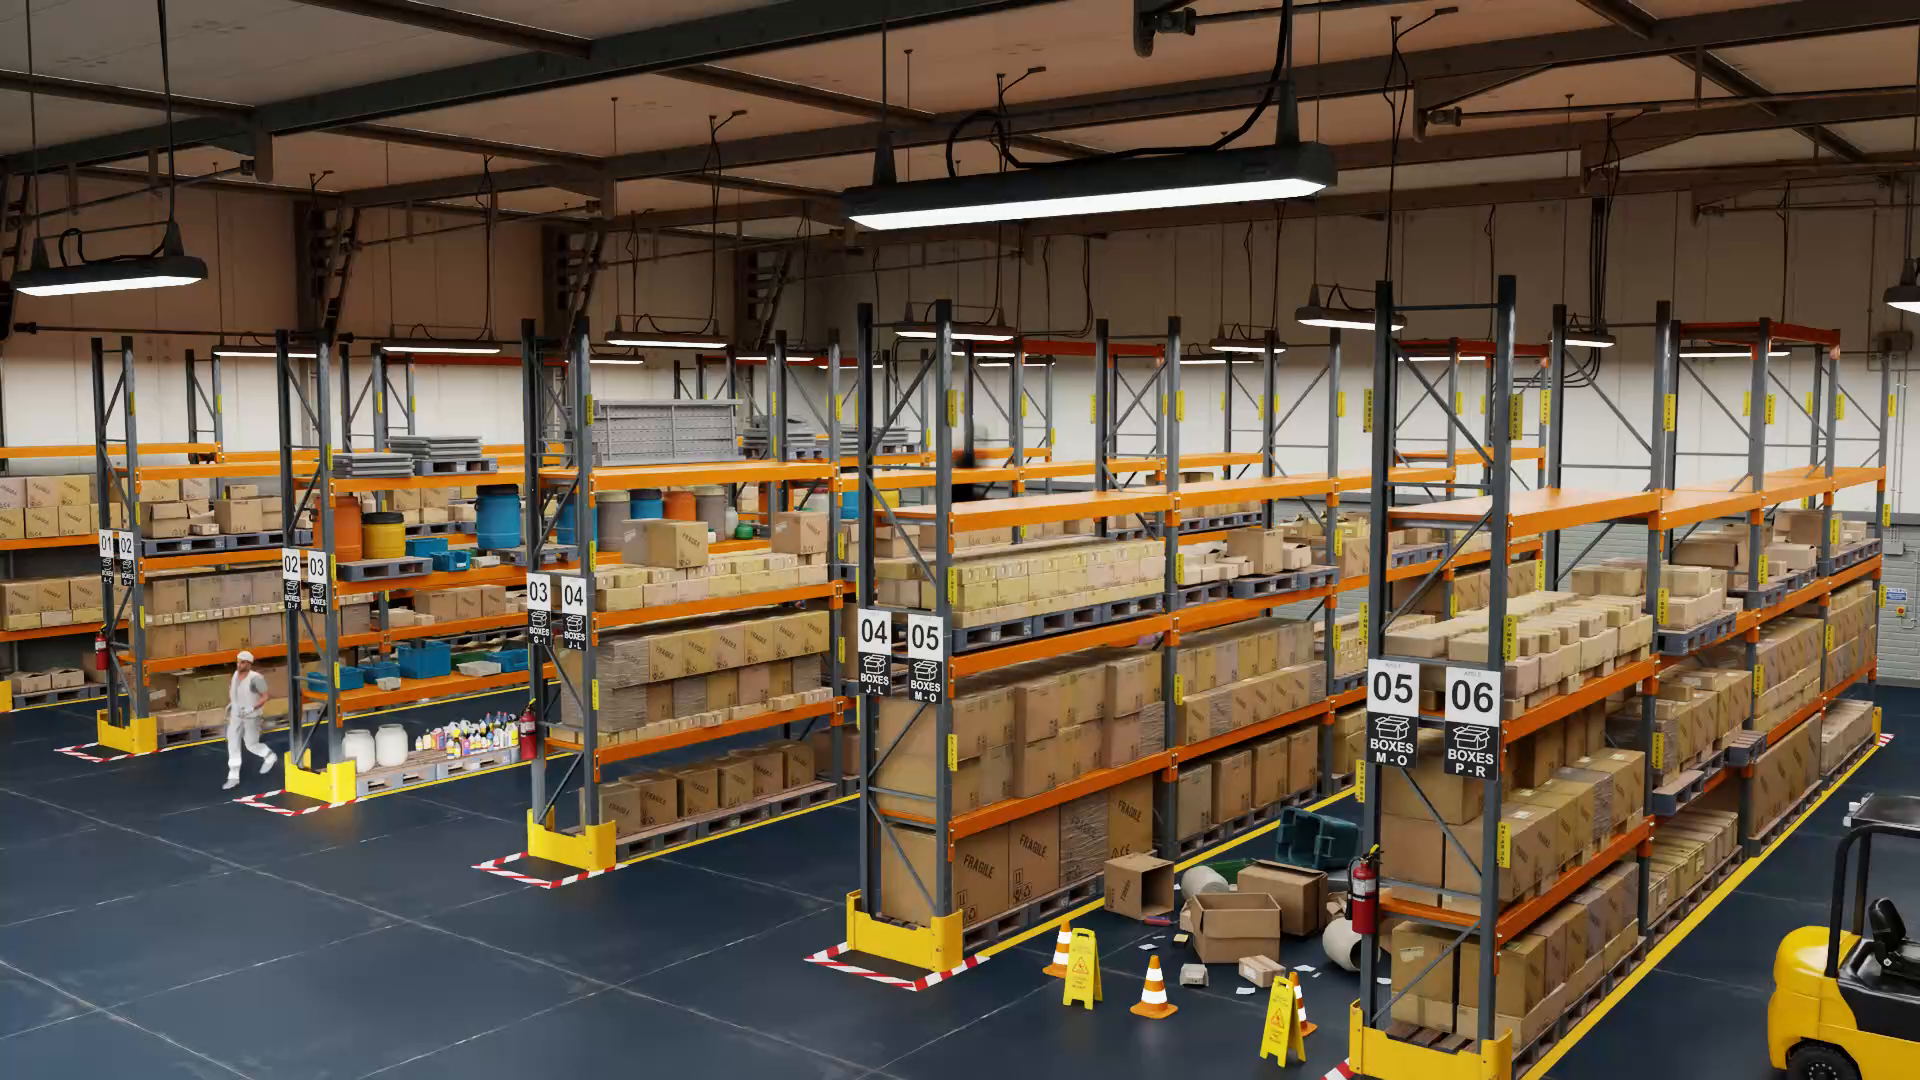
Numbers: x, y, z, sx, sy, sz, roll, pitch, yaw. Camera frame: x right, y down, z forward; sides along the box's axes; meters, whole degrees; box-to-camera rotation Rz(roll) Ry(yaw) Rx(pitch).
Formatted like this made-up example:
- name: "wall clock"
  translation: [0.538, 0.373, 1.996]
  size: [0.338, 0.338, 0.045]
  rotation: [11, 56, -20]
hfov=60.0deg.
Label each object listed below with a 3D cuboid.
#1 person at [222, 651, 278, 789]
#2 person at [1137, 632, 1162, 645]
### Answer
- name: "person"
  translation: [-9.460, 2.352, 22.120]
  size: [0.660, 1.782, 0.942]
  rotation: [1, 5, 16]
- name: "person"
  translation: [2.777, 1.953, 24.595]
  size: [0.505, 1.691, 0.691]
  rotation: [3, 6, 31]
